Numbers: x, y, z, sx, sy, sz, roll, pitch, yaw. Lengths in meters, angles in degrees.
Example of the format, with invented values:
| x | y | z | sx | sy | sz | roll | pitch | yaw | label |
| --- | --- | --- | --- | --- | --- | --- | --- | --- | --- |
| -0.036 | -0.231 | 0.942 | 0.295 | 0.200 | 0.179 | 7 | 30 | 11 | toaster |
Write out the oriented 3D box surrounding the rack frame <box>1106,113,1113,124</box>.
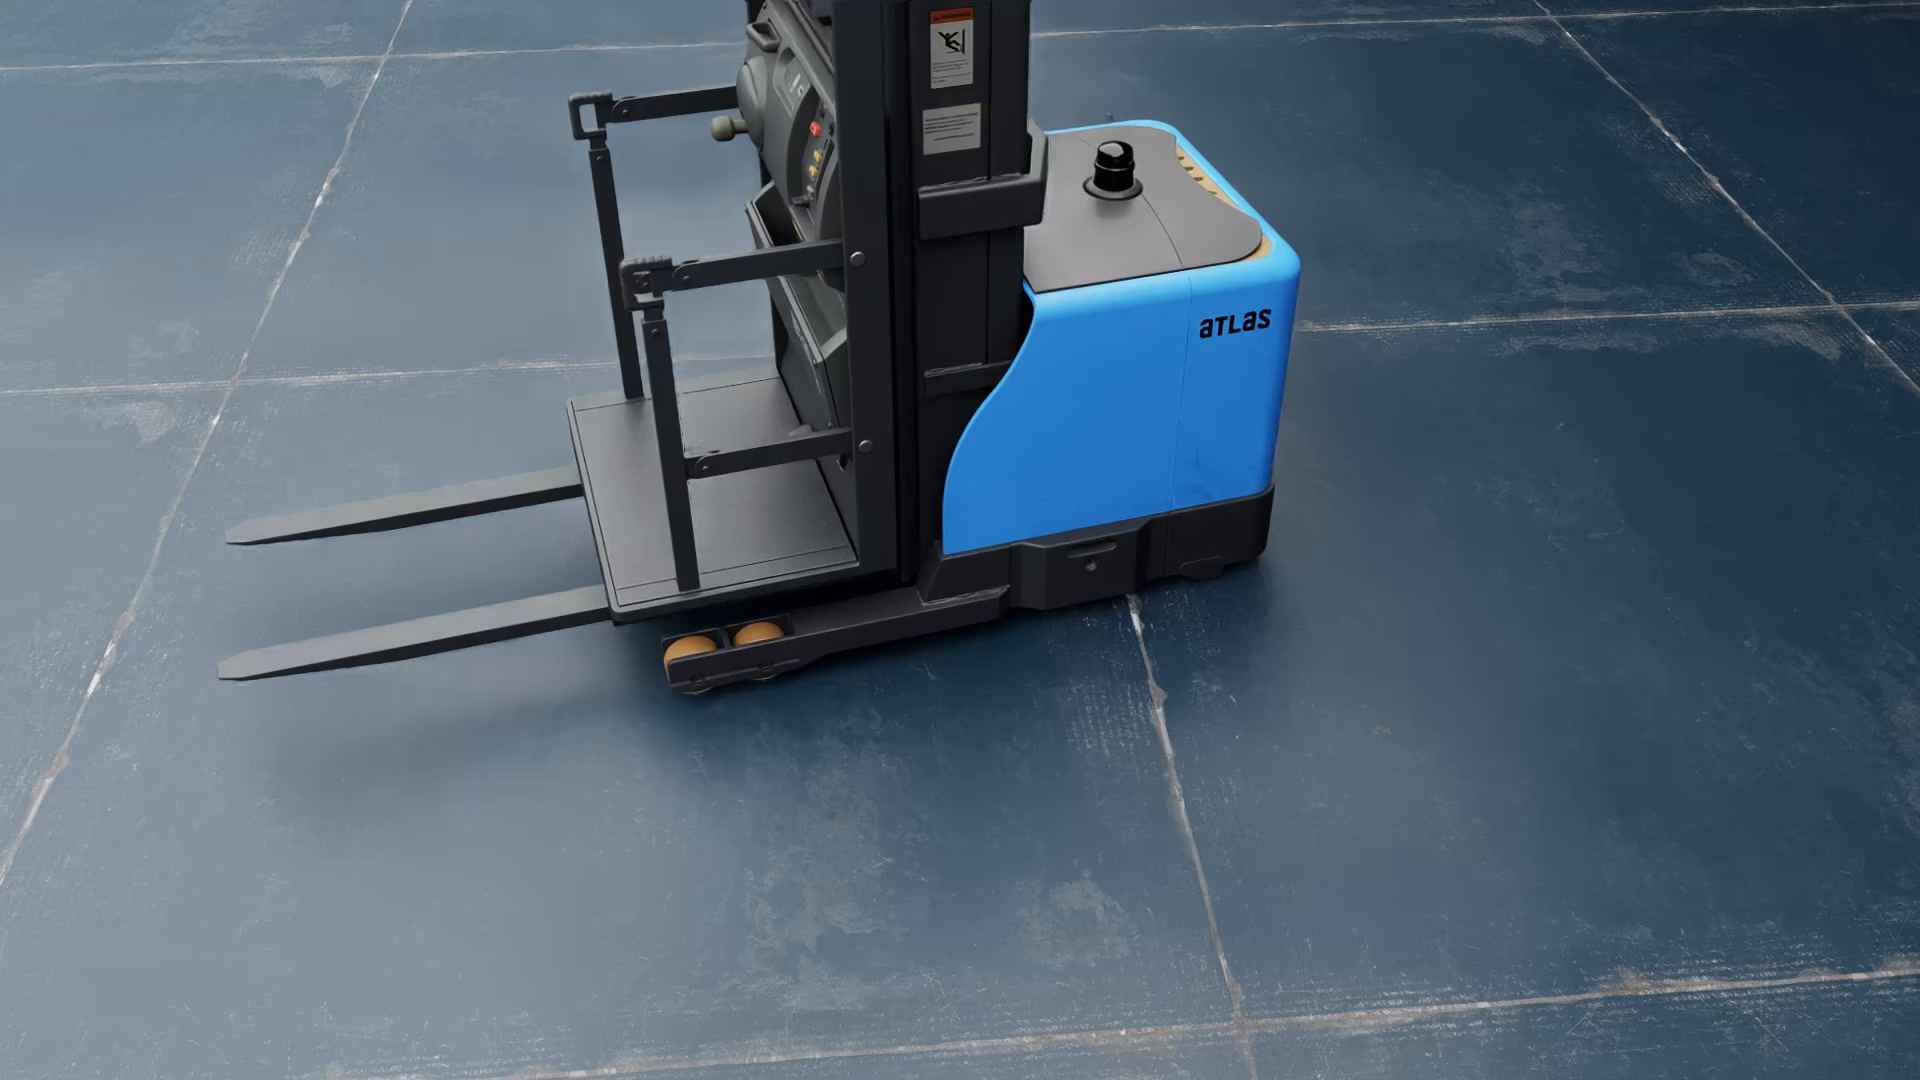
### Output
| x | y | z | sx | sy | sz | roll | pitch | yaw | label |
| --- | --- | --- | --- | --- | --- | --- | --- | --- | --- |
| 0.596 | -1.047 | 5.851 | 0.240 | 0.900 | 0.006 | 23 | 44 | 27 | rack frame |

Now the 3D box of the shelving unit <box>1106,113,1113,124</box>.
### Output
| x | y | z | sx | sy | sz | roll | pitch | yaw | label |
| --- | --- | --- | --- | --- | --- | --- | --- | --- | --- |
| 0.538 | -0.996 | 5.785 | 0.258 | 0.900 | 0.210 | 23 | 44 | 27 | shelving unit |

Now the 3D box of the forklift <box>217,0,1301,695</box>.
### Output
| x | y | z | sx | sy | sz | roll | pitch | yaw | label |
| --- | --- | --- | --- | --- | --- | --- | --- | --- | --- |
| -0.629 | -1.083 | 4.256 | 3.031 | 2.935 | 1.130 | -11 | 40 | -13 | forklift |
